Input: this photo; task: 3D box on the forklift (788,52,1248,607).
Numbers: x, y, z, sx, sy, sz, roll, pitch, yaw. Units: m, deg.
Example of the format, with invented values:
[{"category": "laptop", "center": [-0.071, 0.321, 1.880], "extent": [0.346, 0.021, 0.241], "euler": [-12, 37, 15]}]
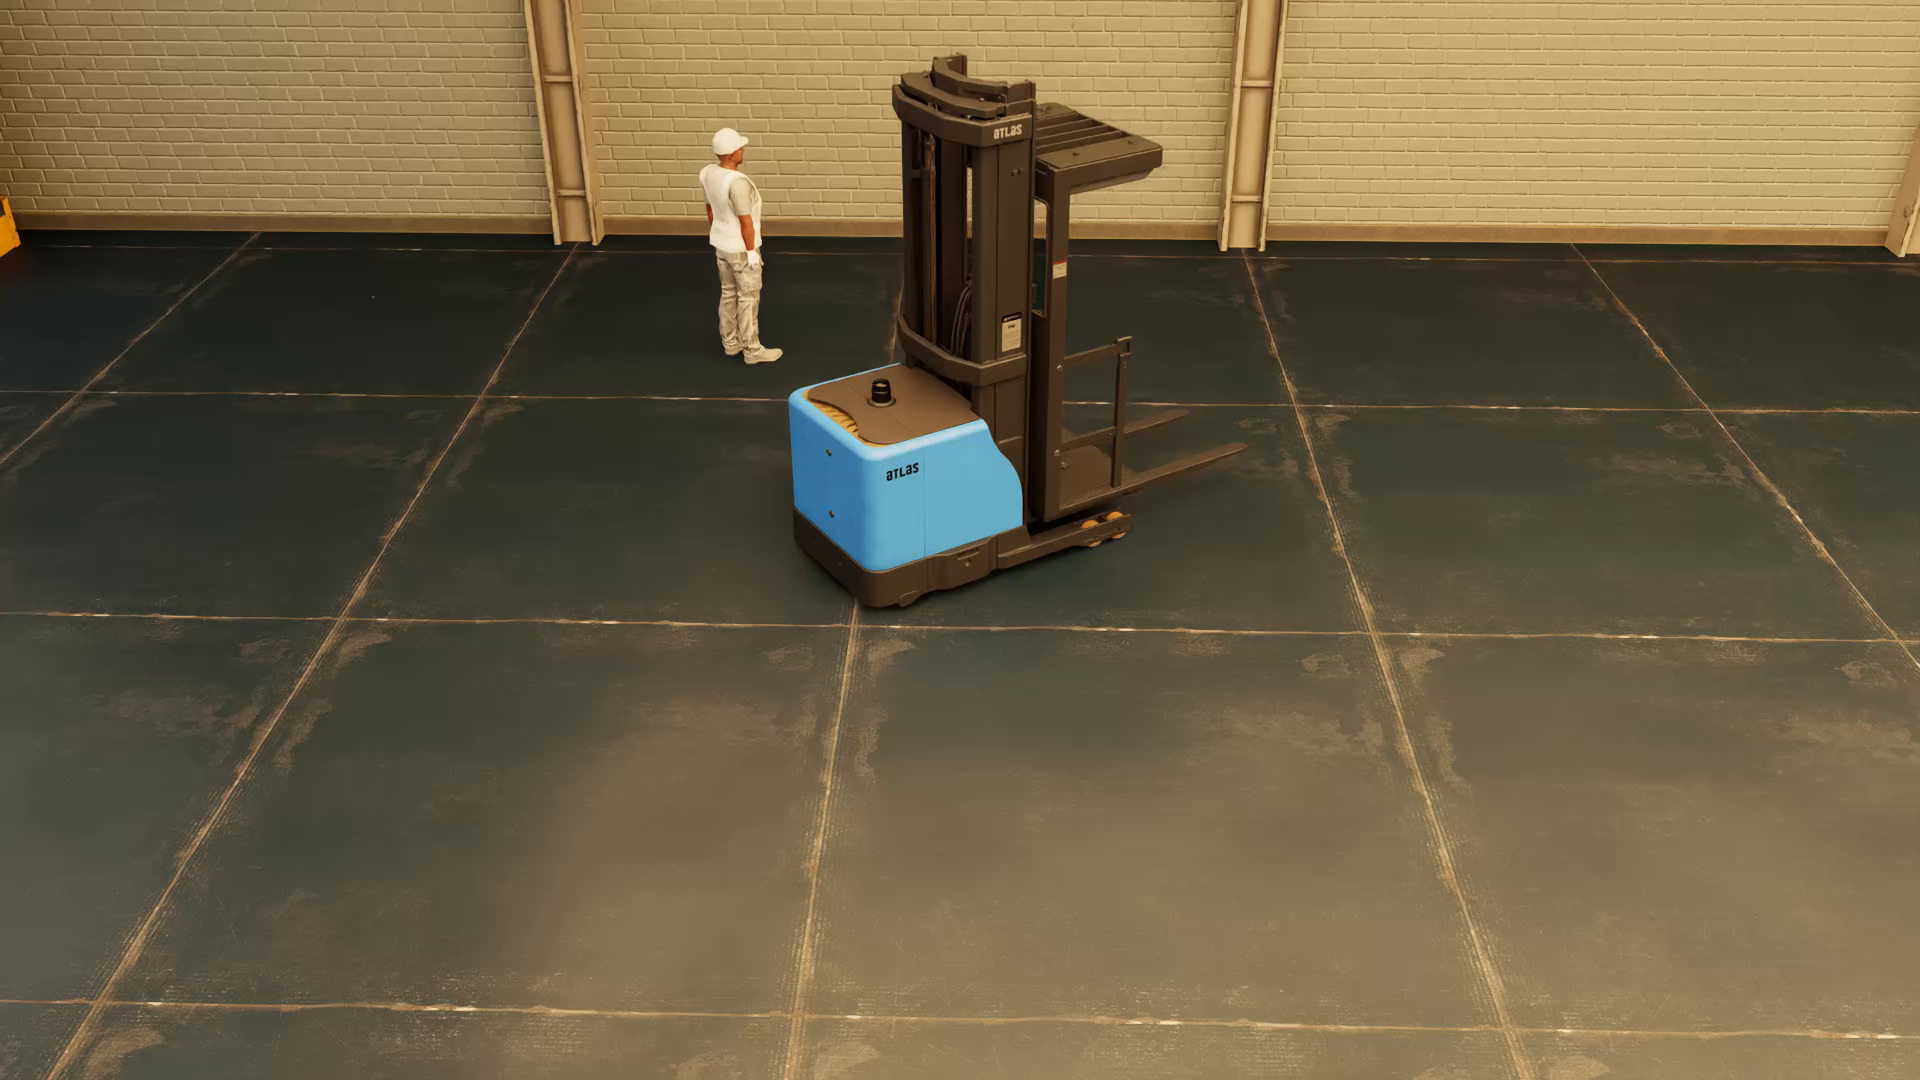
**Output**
[{"category": "forklift", "center": [0.480, -1.427, 10.034], "extent": [3.031, 2.935, 1.130], "euler": [-18, 35, -28]}]

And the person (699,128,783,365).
[{"category": "person", "center": [-1.663, -2.216, 12.502], "extent": [0.384, 1.790, 0.535], "euler": [-23, 38, -34]}]
